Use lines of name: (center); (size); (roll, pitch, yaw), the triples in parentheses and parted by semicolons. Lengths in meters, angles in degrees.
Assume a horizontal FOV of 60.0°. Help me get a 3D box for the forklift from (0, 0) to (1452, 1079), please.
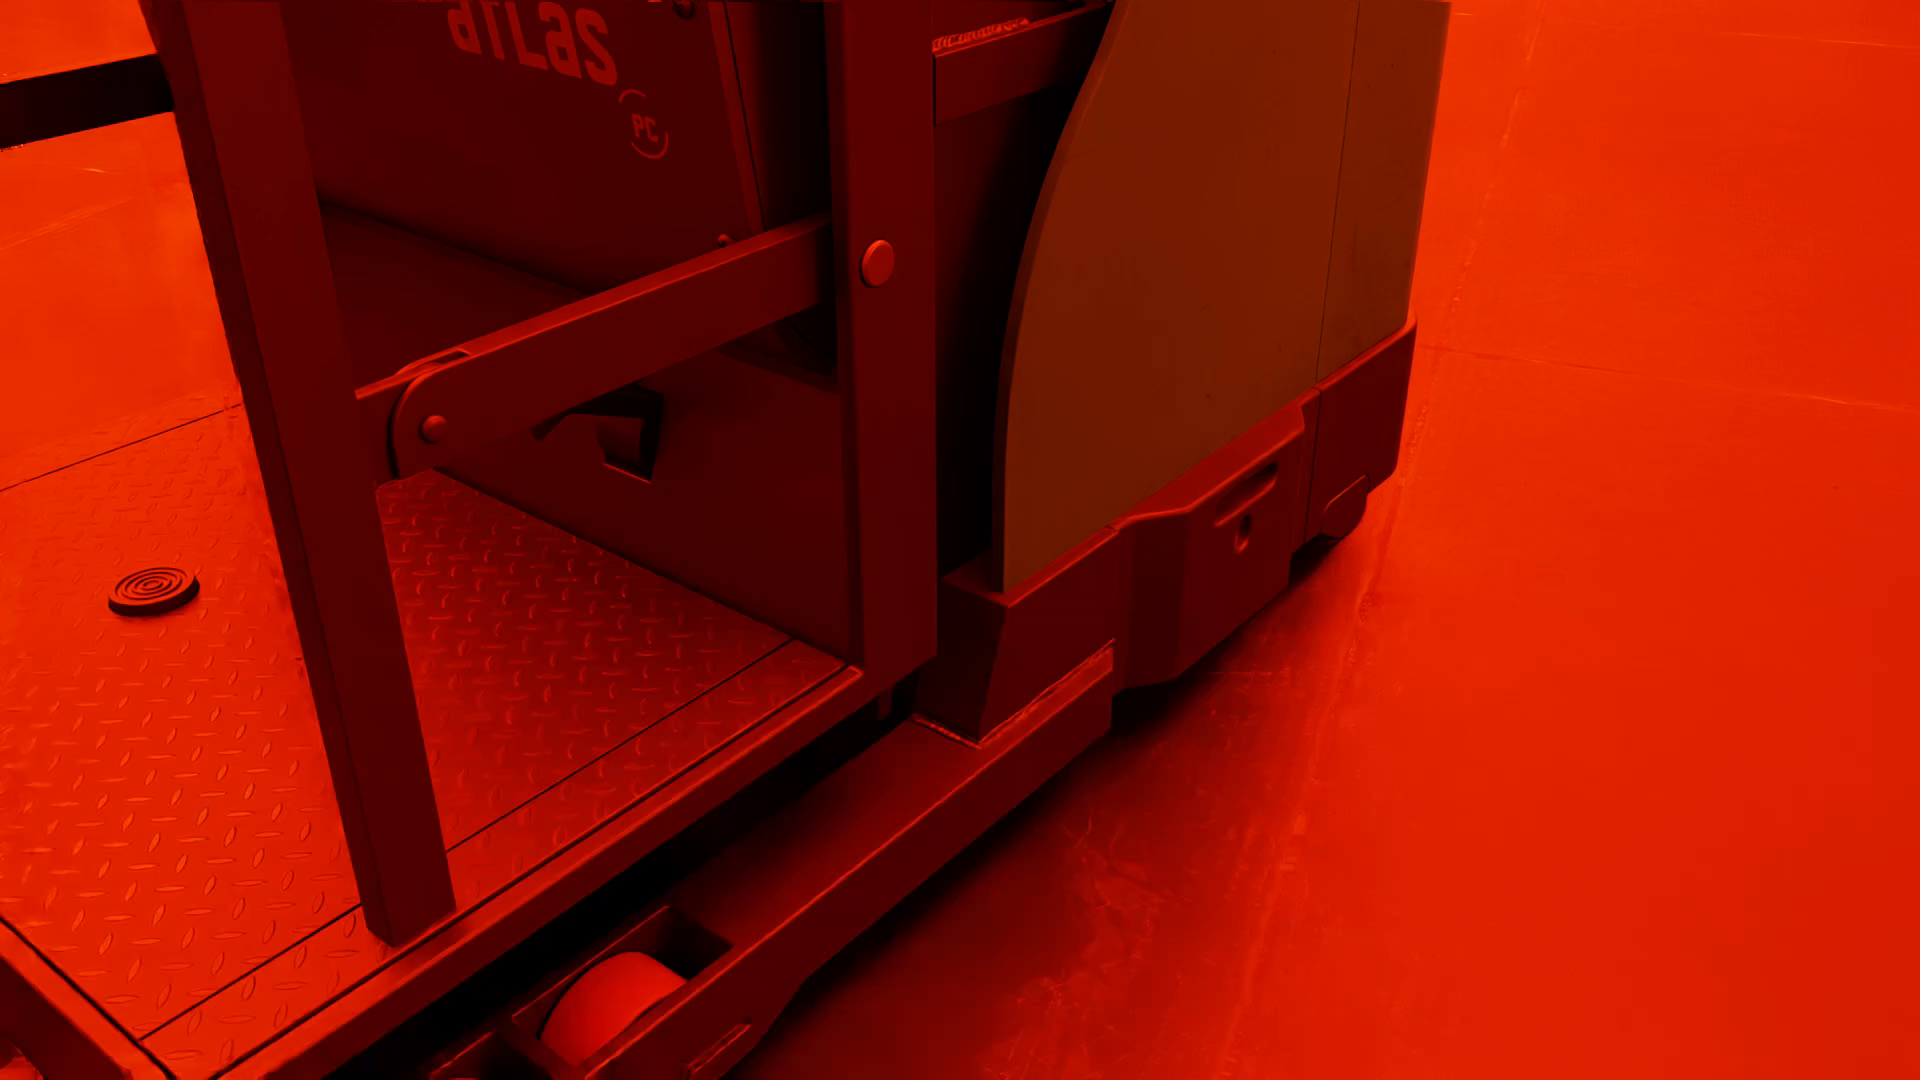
forklift: (-0.637, -0.928, 1.165); (1.130, 2.935, 3.031); (22, 36, 33)
